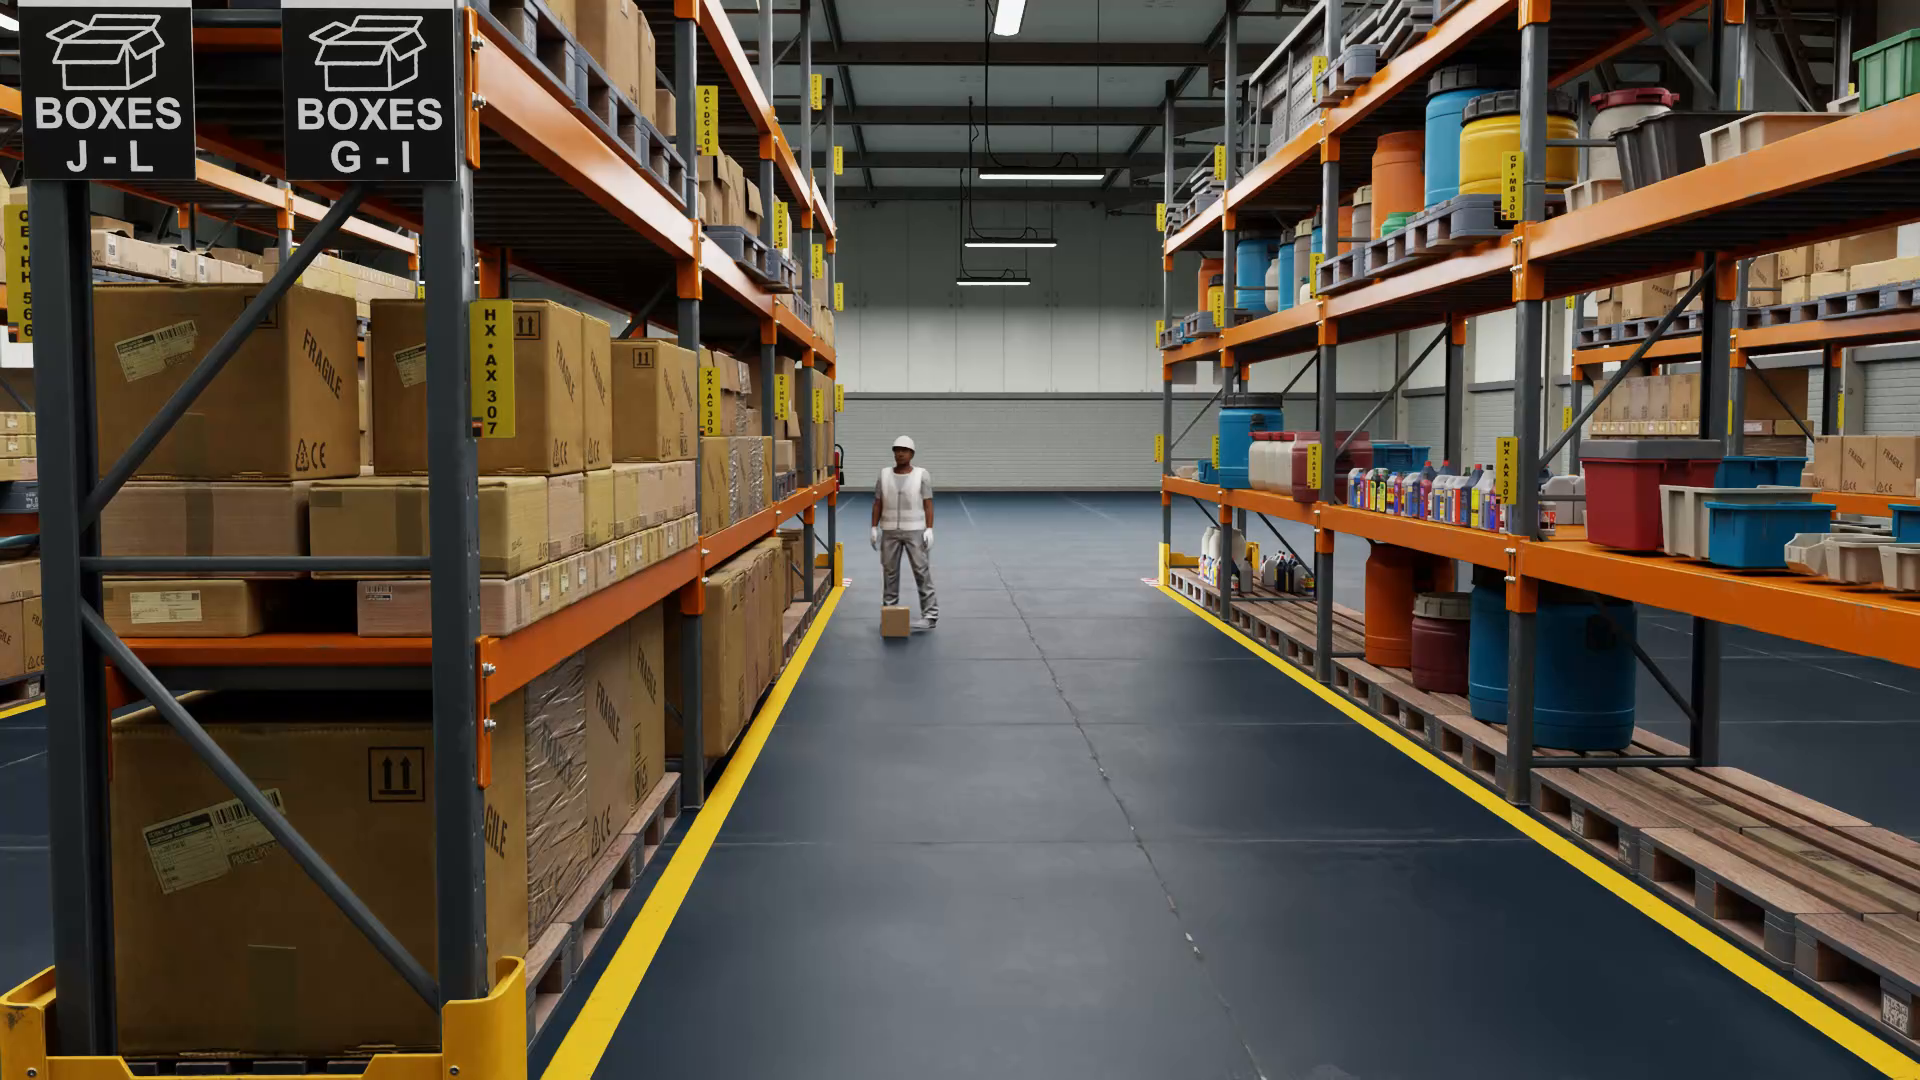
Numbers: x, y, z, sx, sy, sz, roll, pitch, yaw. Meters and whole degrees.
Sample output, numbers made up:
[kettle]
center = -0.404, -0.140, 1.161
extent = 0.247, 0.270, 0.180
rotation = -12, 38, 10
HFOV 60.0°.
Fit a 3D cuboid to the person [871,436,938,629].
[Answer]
[person]
center = -0.520, -0.069, 15.411
extent = 0.630, 1.786, 0.393
rotation = 1, 4, 13
